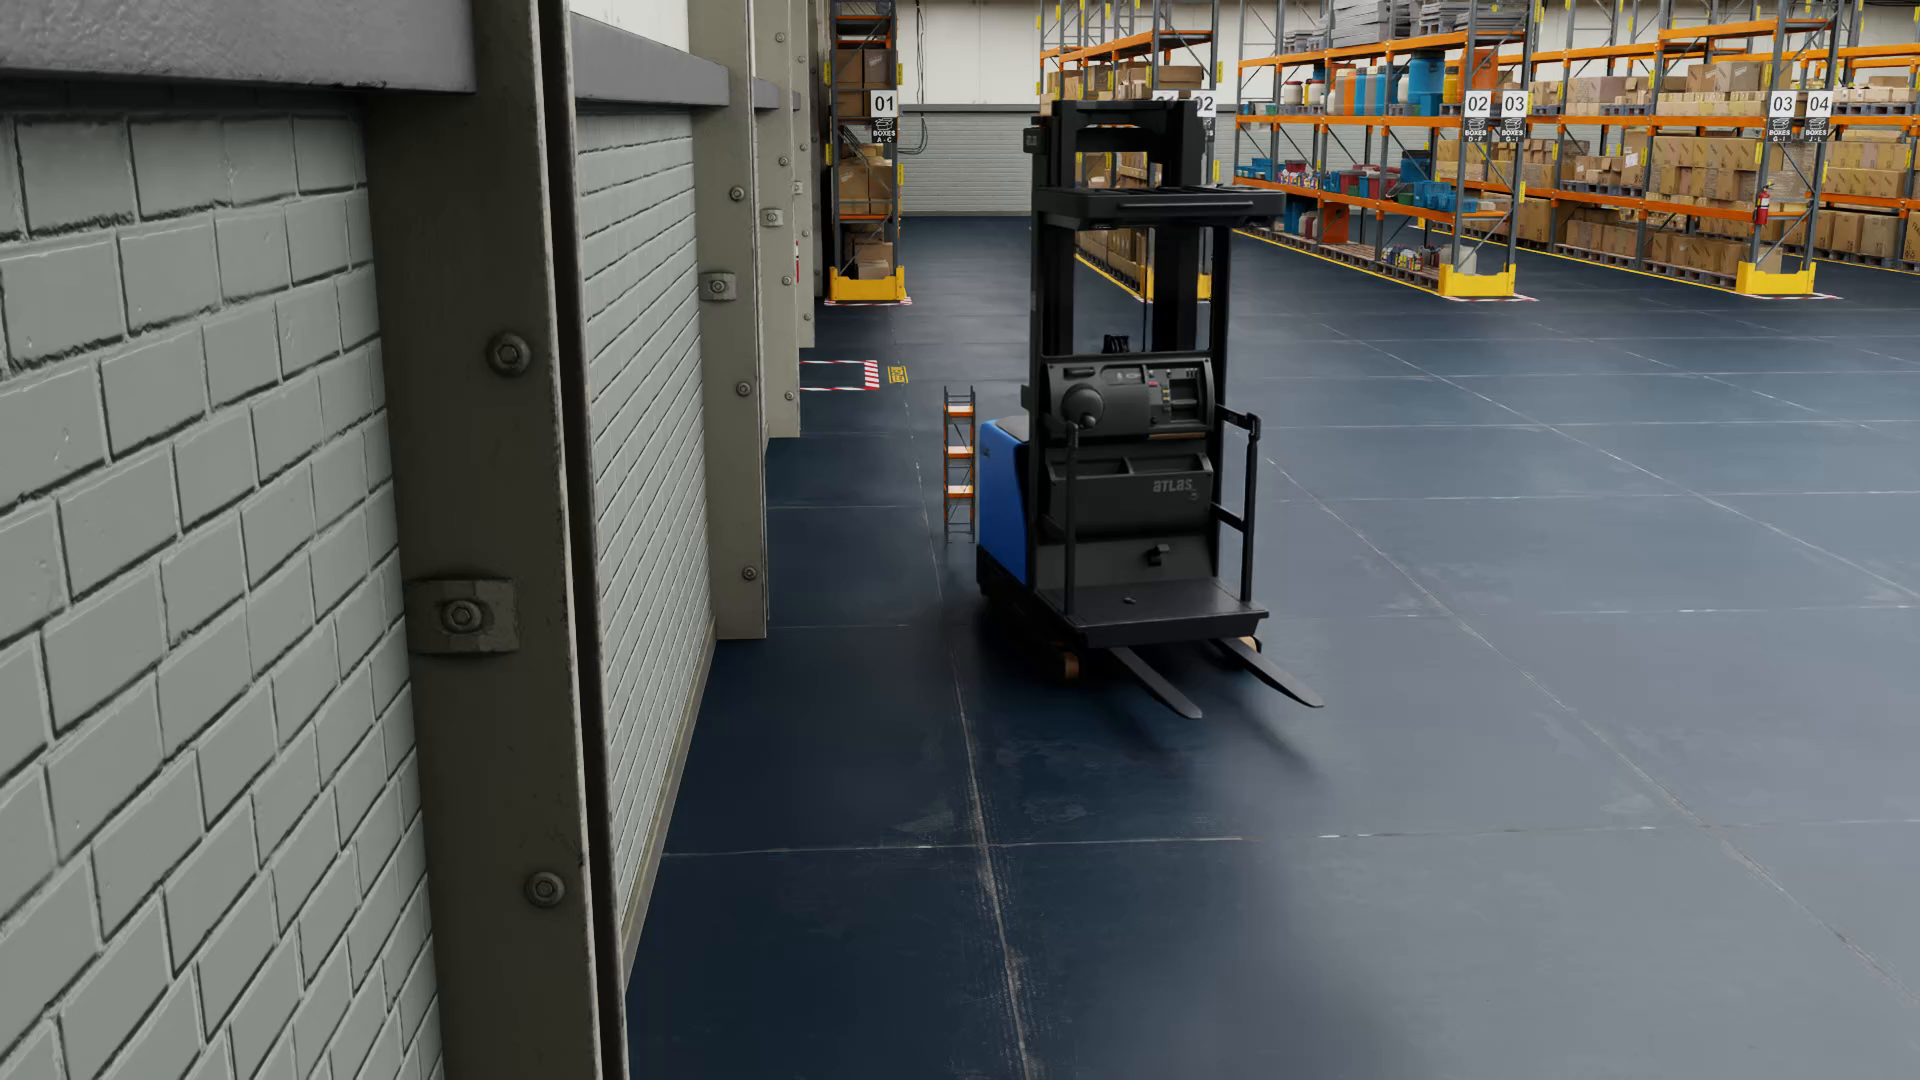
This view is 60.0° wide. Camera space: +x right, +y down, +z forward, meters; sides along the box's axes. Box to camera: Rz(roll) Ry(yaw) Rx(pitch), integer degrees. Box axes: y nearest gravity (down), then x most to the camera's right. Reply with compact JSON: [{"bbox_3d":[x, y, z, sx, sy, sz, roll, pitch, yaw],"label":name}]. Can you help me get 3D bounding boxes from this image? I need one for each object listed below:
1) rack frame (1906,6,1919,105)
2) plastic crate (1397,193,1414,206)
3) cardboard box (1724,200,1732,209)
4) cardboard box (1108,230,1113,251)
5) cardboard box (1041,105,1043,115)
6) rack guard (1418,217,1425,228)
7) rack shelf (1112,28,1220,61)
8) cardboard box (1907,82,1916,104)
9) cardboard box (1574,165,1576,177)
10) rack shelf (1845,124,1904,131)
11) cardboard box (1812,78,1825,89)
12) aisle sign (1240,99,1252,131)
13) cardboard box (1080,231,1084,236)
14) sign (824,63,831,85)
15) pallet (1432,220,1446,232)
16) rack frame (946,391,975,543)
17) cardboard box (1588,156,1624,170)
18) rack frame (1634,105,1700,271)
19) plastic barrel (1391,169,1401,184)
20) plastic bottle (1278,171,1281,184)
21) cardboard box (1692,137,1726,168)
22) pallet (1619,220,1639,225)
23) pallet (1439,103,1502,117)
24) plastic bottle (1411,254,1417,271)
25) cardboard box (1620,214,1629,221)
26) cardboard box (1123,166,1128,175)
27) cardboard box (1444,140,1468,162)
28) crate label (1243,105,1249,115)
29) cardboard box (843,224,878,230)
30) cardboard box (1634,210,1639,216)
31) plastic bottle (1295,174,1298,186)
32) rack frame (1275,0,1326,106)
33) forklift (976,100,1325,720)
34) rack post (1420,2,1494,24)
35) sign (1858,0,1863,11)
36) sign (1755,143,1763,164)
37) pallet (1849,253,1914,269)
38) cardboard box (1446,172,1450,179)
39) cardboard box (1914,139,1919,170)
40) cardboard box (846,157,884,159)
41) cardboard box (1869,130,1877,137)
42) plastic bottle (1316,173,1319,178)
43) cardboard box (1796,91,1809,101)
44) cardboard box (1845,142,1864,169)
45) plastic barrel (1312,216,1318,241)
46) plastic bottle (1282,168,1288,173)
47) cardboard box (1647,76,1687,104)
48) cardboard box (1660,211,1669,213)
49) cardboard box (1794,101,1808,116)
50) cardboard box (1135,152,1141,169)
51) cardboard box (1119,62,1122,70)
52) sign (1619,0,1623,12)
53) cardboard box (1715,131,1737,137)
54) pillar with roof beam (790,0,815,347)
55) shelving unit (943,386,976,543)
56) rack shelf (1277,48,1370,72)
[{"bbox_3d":[22.508,-11.534,38.293,1.000,3.000,0.127,-1,14,-3],"label":"rack frame"},{"bbox_3d":[7.972,-5.965,29.114,0.450,0.188,0.662,-1,14,-3],"label":"plastic crate"},{"bbox_3d":[13.055,-5.623,27.864,0.380,0.149,0.250,-1,14,-3],"label":"cardboard box"},{"bbox_3d":[2.942,-5.448,29.853,0.500,0.500,0.500,-1,14,-3],"label":"cardboard box"},{"bbox_3d":[2.260,-10.566,40.855,0.500,0.250,0.500,-1,14,-3],"label":"cardboard box"},{"bbox_3d":[12.368,-8.265,42.647,1.175,0.500,0.348,-1,14,-3],"label":"rack guard"},{"bbox_3d":[3.349,-8.199,27.582,1.077,0.370,4.000,-1,14,-3],"label":"rack shelf"},{"bbox_3d":[22.681,-10.531,39.171,0.500,0.500,0.500,-1,14,-2],"label":"cardboard box"},{"bbox_3d":[13.107,-7.654,35.054,0.500,0.500,0.500,0,14,-2],"label":"cardboard box"},{"bbox_3d":[22.384,-10.230,40.690,1.077,0.370,4.000,-1,14,-3],"label":"rack shelf"},{"bbox_3d":[18.040,-9.637,35.204,0.396,0.266,0.258,-1,14,-3],"label":"cardboard box"},{"bbox_3d":[7.125,-10.666,41.743,0.394,0.787,0.004,-1,14,-3],"label":"aisle sign"},{"bbox_3d":[2.717,-6.337,33.686,0.500,0.311,0.500,0,14,-2],"label":"cardboard box"},{"bbox_3d":[-2.026,-7.139,25.458,0.100,0.325,0.005,-1,14,-3],"label":"sign"},{"bbox_3d":[12.497,-7.922,41.892,1.003,0.211,1.213,-1,14,-3],"label":"pallet"},{"bbox_3d":[0.004,-0.491,11.329,0.200,1.050,0.008,-1,14,-3],"label":"rack frame"},{"bbox_3d":[13.073,-7.461,33.462,0.700,0.500,0.500,1,14,5],"label":"cardboard box"},{"bbox_3d":[13.113,-6.486,30.714,1.000,3.000,0.127,-1,14,-3],"label":"rack frame"},{"bbox_3d":[8.329,-6.716,31.337,0.433,0.535,0.433,0,14,0],"label":"plastic barrel"},{"bbox_3d":[7.271,-8.244,37.784,0.061,0.283,0.133,-1,14,-3],"label":"plastic bottle"},{"bbox_3d":[12.992,-6.674,28.640,0.500,0.500,0.500,-1,14,-3],"label":"cardboard box"},{"bbox_3d":[17.346,-7.950,41.999,1.003,0.211,1.213,-1,14,-3],"label":"pallet"},{"bbox_3d":[8.464,-6.983,27.005,1.003,0.211,1.213,-1,14,-3],"label":"pallet"},{"bbox_3d":[7.841,-4.791,28.694,0.061,0.283,0.133,-1,14,-2],"label":"plastic bottle"},{"bbox_3d":[17.039,-8.209,42.290,0.380,0.149,0.250,-1,14,-2],"label":"cardboard box"},{"bbox_3d":[3.082,-6.500,29.266,0.380,0.149,0.250,-1,14,-5],"label":"cardboard box"},{"bbox_3d":[12.199,-9.528,40.737,0.500,0.500,0.500,-1,14,-5],"label":"cardboard box"},{"bbox_3d":[7.161,-10.540,40.749,0.408,0.251,0.502,-1,14,-3],"label":"crate label"},{"bbox_3d":[-1.954,-5.945,32.747,0.700,0.500,0.500,-1,14,-4],"label":"cardboard box"},{"bbox_3d":[17.074,-8.160,41.503,0.380,0.149,0.250,0,14,-2],"label":"cardboard box"},{"bbox_3d":[7.380,-7.874,36.368,0.097,0.271,0.097,0,14,0],"label":"plastic bottle"},{"bbox_3d":[7.674,-11.304,37.402,1.000,3.000,0.127,-1,14,-3],"label":"rack frame"},{"bbox_3d":[0.972,-0.783,8.689,1.130,2.935,3.031,-4,15,-14],"label":"forklift"},{"bbox_3d":[8.266,-8.765,27.683,0.937,0.300,0.954,-1,14,-4],"label":"rack post"},{"bbox_3d":[18.376,-10.976,33.933,0.100,0.325,0.005,-1,14,-3],"label":"sign"},{"bbox_3d":[12.806,-6.201,26.650,0.100,0.325,0.005,-1,14,-3],"label":"sign"},{"bbox_3d":[17.947,-5.377,32.002,1.003,0.211,1.213,-1,14,-3],"label":"pallet"},{"bbox_3d":[12.144,-8.935,40.738,0.380,0.149,0.250,-1,14,-4],"label":"cardboard box"},{"bbox_3d":[18.058,-7.040,30.402,0.875,0.550,0.550,-1,14,-3],"label":"cardboard box"},{"bbox_3d":[-1.866,-7.257,32.629,0.700,0.500,0.500,-2,15,-9],"label":"cardboard box"},{"bbox_3d":[22.173,-9.800,40.088,0.380,0.149,0.250,-1,14,-4],"label":"cardboard box"},{"bbox_3d":[7.951,-8.021,36.938,0.097,0.271,0.097,0,14,0],"label":"plastic bottle"},{"bbox_3d":[13.574,-7.136,26.722,0.380,0.149,0.250,-1,14,-4],"label":"cardboard box"},{"bbox_3d":[17.938,-7.572,32.730,0.700,0.500,0.500,-1,14,-4],"label":"cardboard box"},{"bbox_3d":[7.750,-6.663,35.553,0.421,0.512,0.421,0,14,0],"label":"plastic barrel"},{"bbox_3d":[7.375,-8.272,37.757,0.144,0.351,0.185,-1,14,-3],"label":"plastic bottle"},{"bbox_3d":[13.183,-8.310,30.735,0.797,0.503,0.637,-2,15,-6],"label":"cardboard box"},{"bbox_3d":[17.167,-7.978,40.200,0.380,0.149,0.250,-2,15,-6],"label":"cardboard box"},{"bbox_3d":[13.589,-6.995,26.973,0.500,0.250,0.500,0,14,-2],"label":"cardboard box"},{"bbox_3d":[3.353,-6.526,28.065,0.700,0.500,0.500,-1,14,-3],"label":"cardboard box"},{"bbox_3d":[3.168,-8.575,30.770,0.500,0.500,0.500,1,14,2],"label":"cardboard box"},{"bbox_3d":[13.406,-10.887,33.748,0.100,0.325,0.005,-1,14,-3],"label":"sign"},{"bbox_3d":[17.789,-9.319,38.923,0.500,0.500,0.500,-1,14,-2],"label":"cardboard box"},{"bbox_3d":[2.291,-6.902,20.291,9.100,9.000,0.400,-1,14,-3],"label":"pillar with roof beam"},{"bbox_3d":[-0.003,-0.522,11.447,0.215,1.050,0.252,-1,14,-3],"label":"shelving unit"},{"bbox_3d":[7.798,-10.265,35.608,1.077,0.370,4.000,-1,14,-3],"label":"rack shelf"}]
